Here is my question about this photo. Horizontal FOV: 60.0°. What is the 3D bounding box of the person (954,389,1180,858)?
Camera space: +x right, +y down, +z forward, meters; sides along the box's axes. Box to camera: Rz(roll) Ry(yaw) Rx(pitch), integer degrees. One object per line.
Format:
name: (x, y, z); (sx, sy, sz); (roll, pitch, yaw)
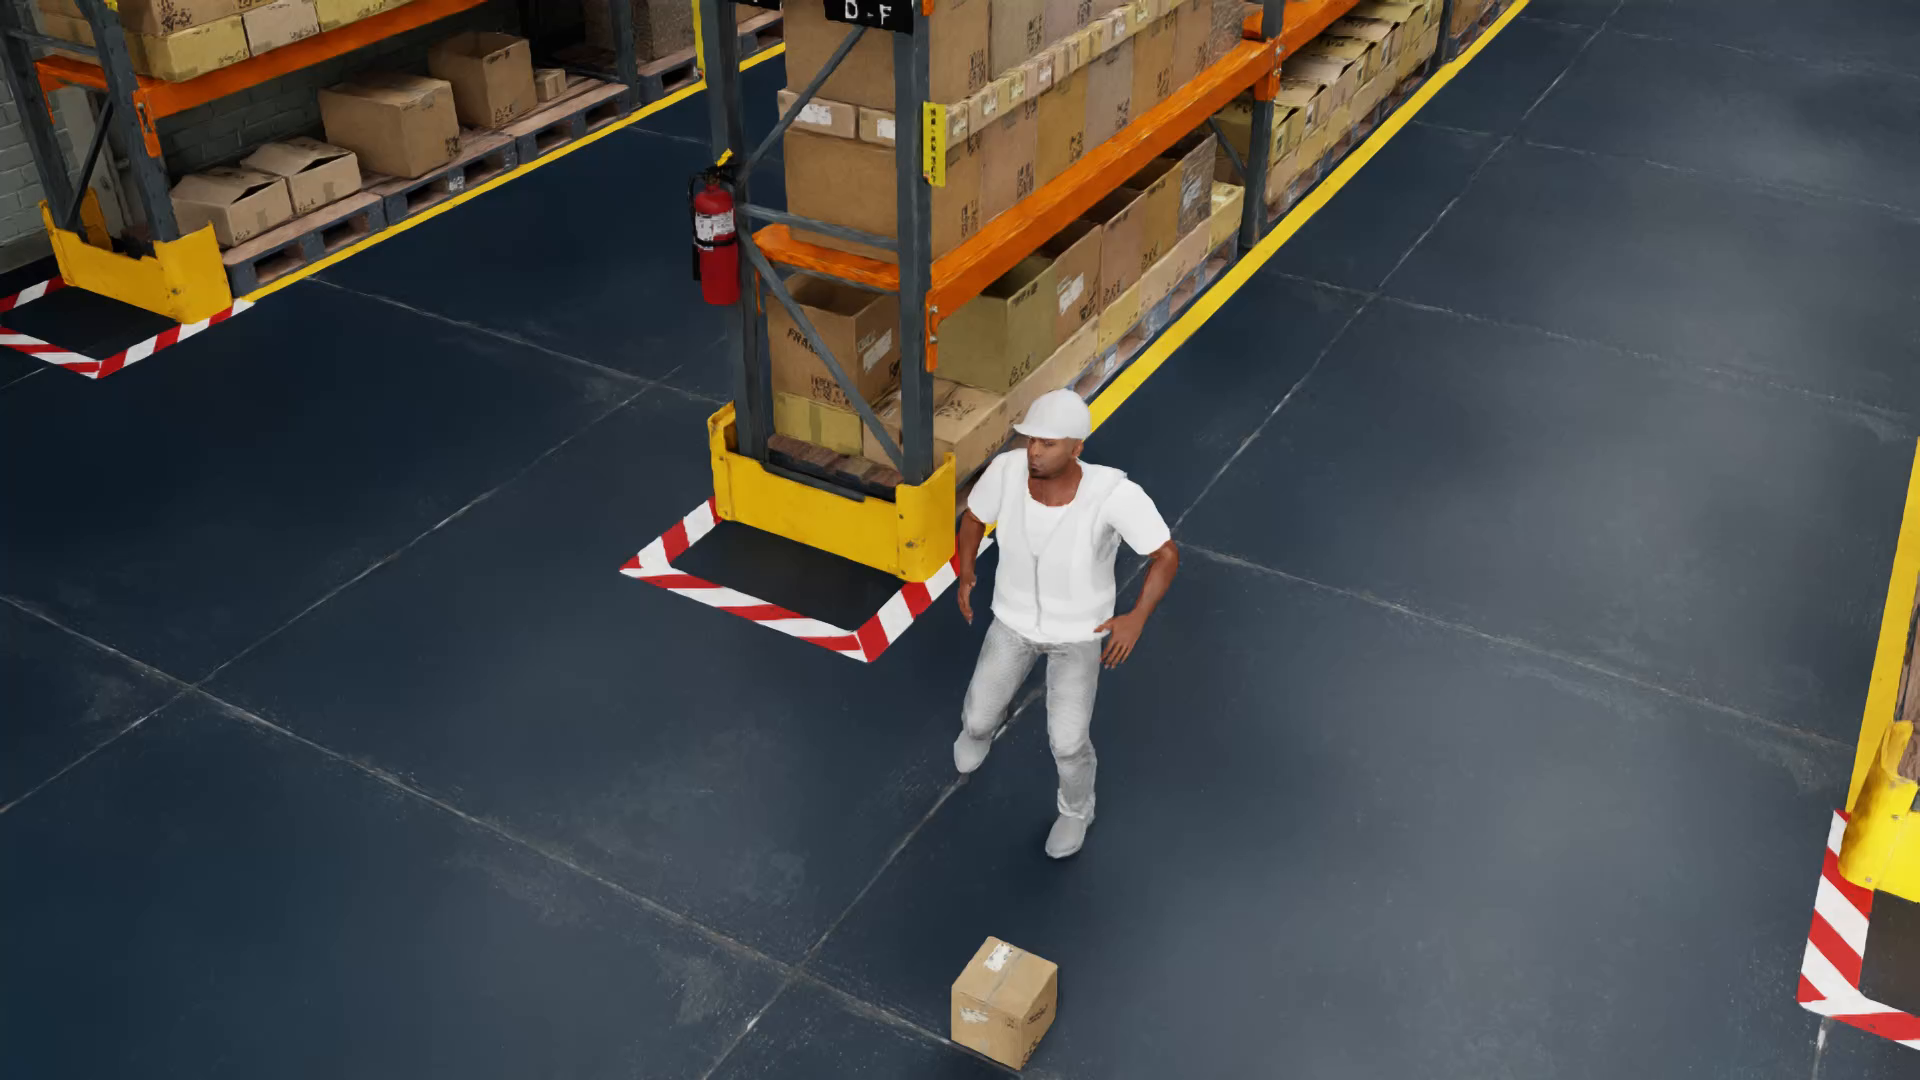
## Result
person: (0.313, 0.287, 5.723); (0.801, 1.733, 0.502); (13, 36, 18)
